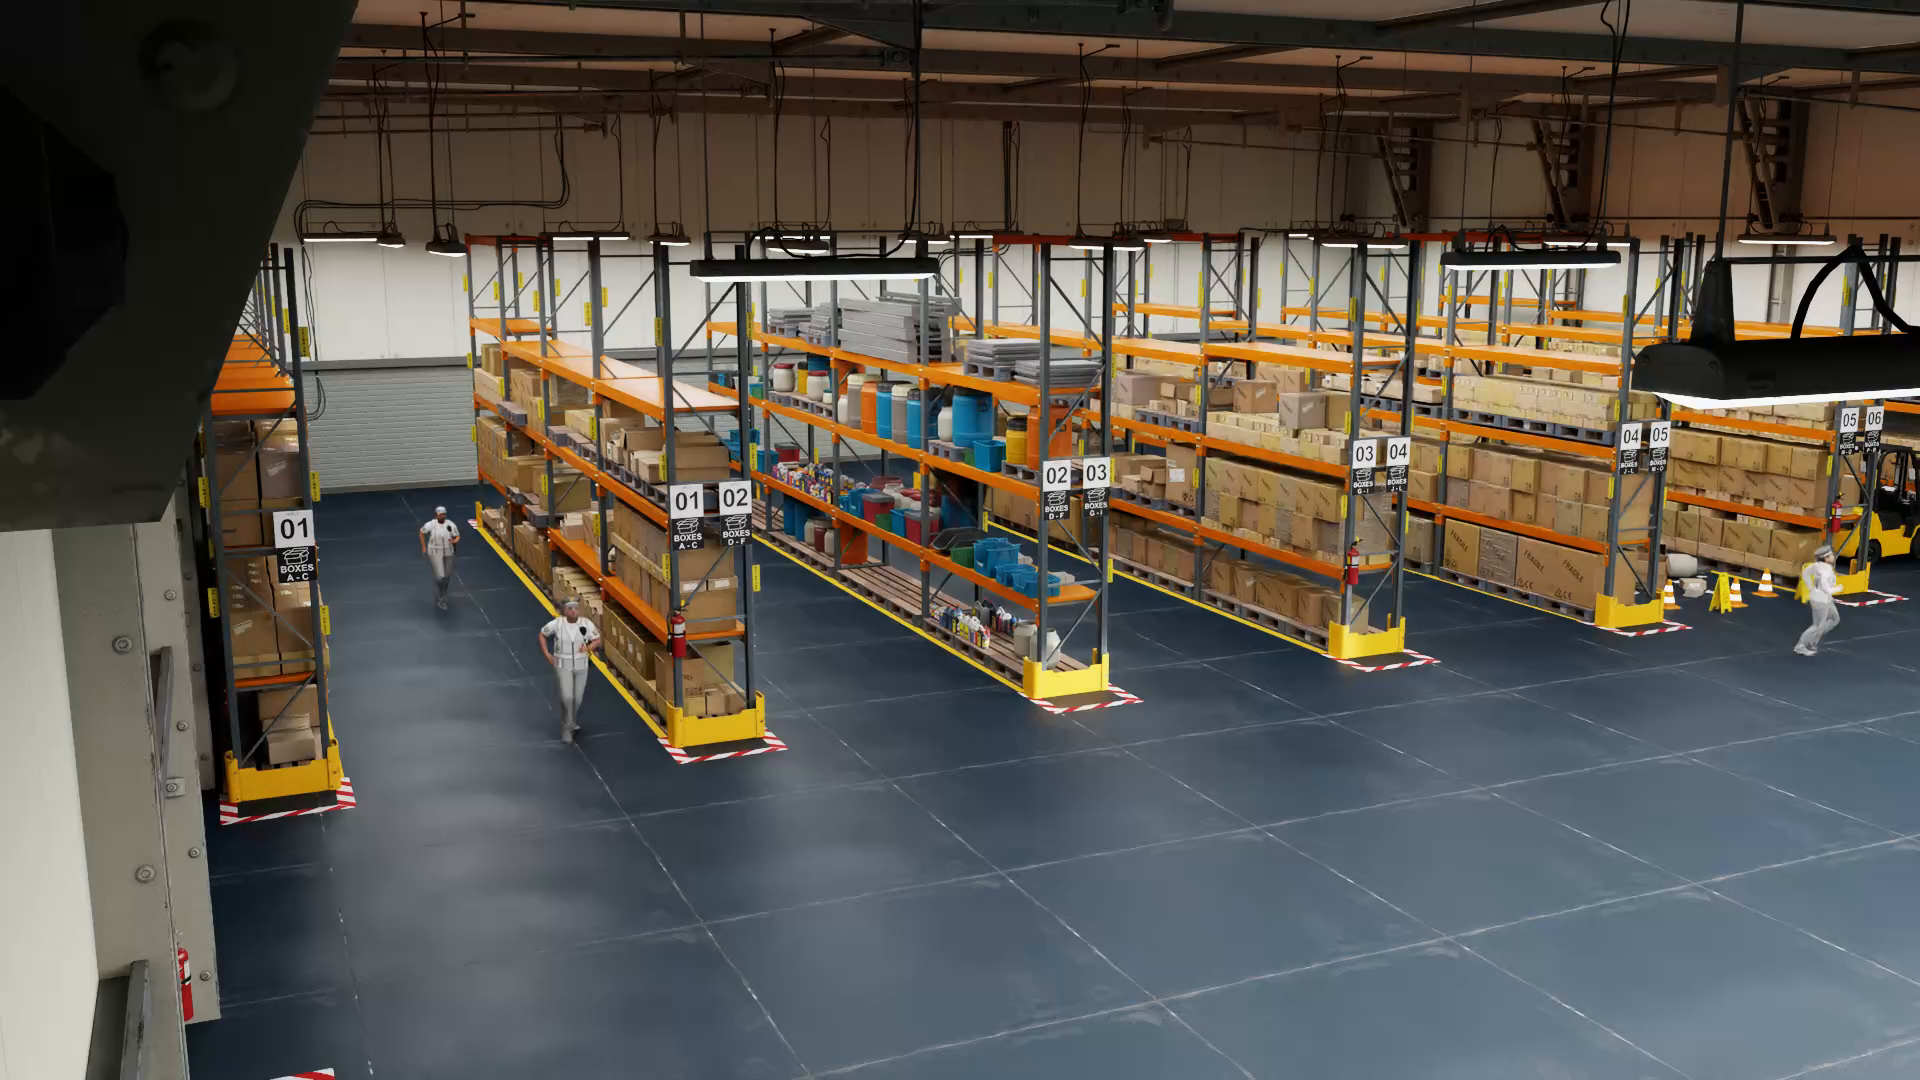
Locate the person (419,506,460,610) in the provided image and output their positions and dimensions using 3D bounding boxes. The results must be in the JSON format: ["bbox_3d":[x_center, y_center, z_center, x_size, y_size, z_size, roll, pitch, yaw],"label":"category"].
[{"bbox_3d":[-8.509,0.287,27.327,0.570,1.723,0.792,-8,13,-35],"label":"person"}]

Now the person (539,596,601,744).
[{"bbox_3d":[-4.764,1.570,20.448,0.721,1.818,0.703,-5,12,-23],"label":"person"}]

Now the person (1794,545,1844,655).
[{"bbox_3d":[12.534,0.880,24.202,0.586,1.662,0.592,4,12,22],"label":"person"}]
